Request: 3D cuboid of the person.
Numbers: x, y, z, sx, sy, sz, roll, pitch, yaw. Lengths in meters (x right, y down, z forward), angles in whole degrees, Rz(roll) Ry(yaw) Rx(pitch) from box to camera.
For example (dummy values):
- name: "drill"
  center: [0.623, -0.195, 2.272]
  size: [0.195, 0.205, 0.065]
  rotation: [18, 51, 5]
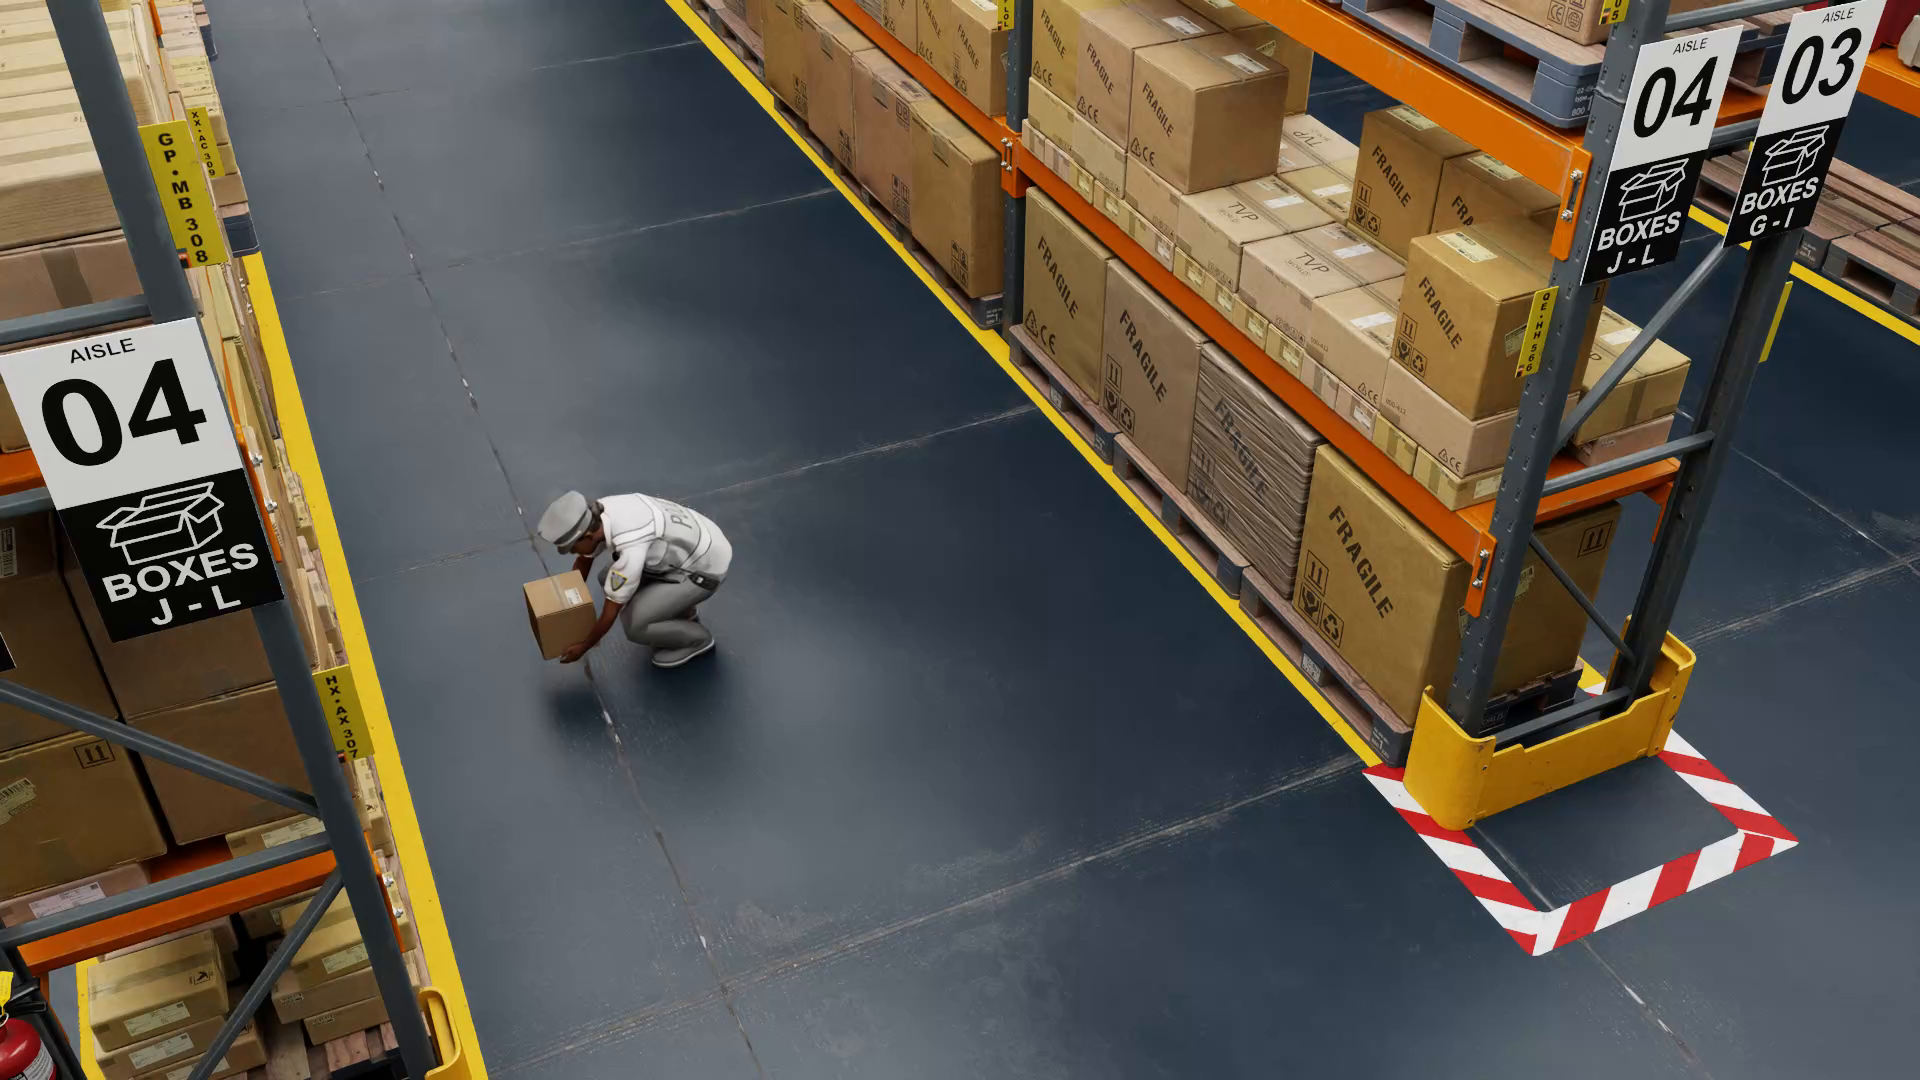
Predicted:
- name: "person"
  center: [-1.413, 0.130, 7.280]
  size: [0.842, 0.950, 0.506]
  rotation: [-16, 40, -20]
